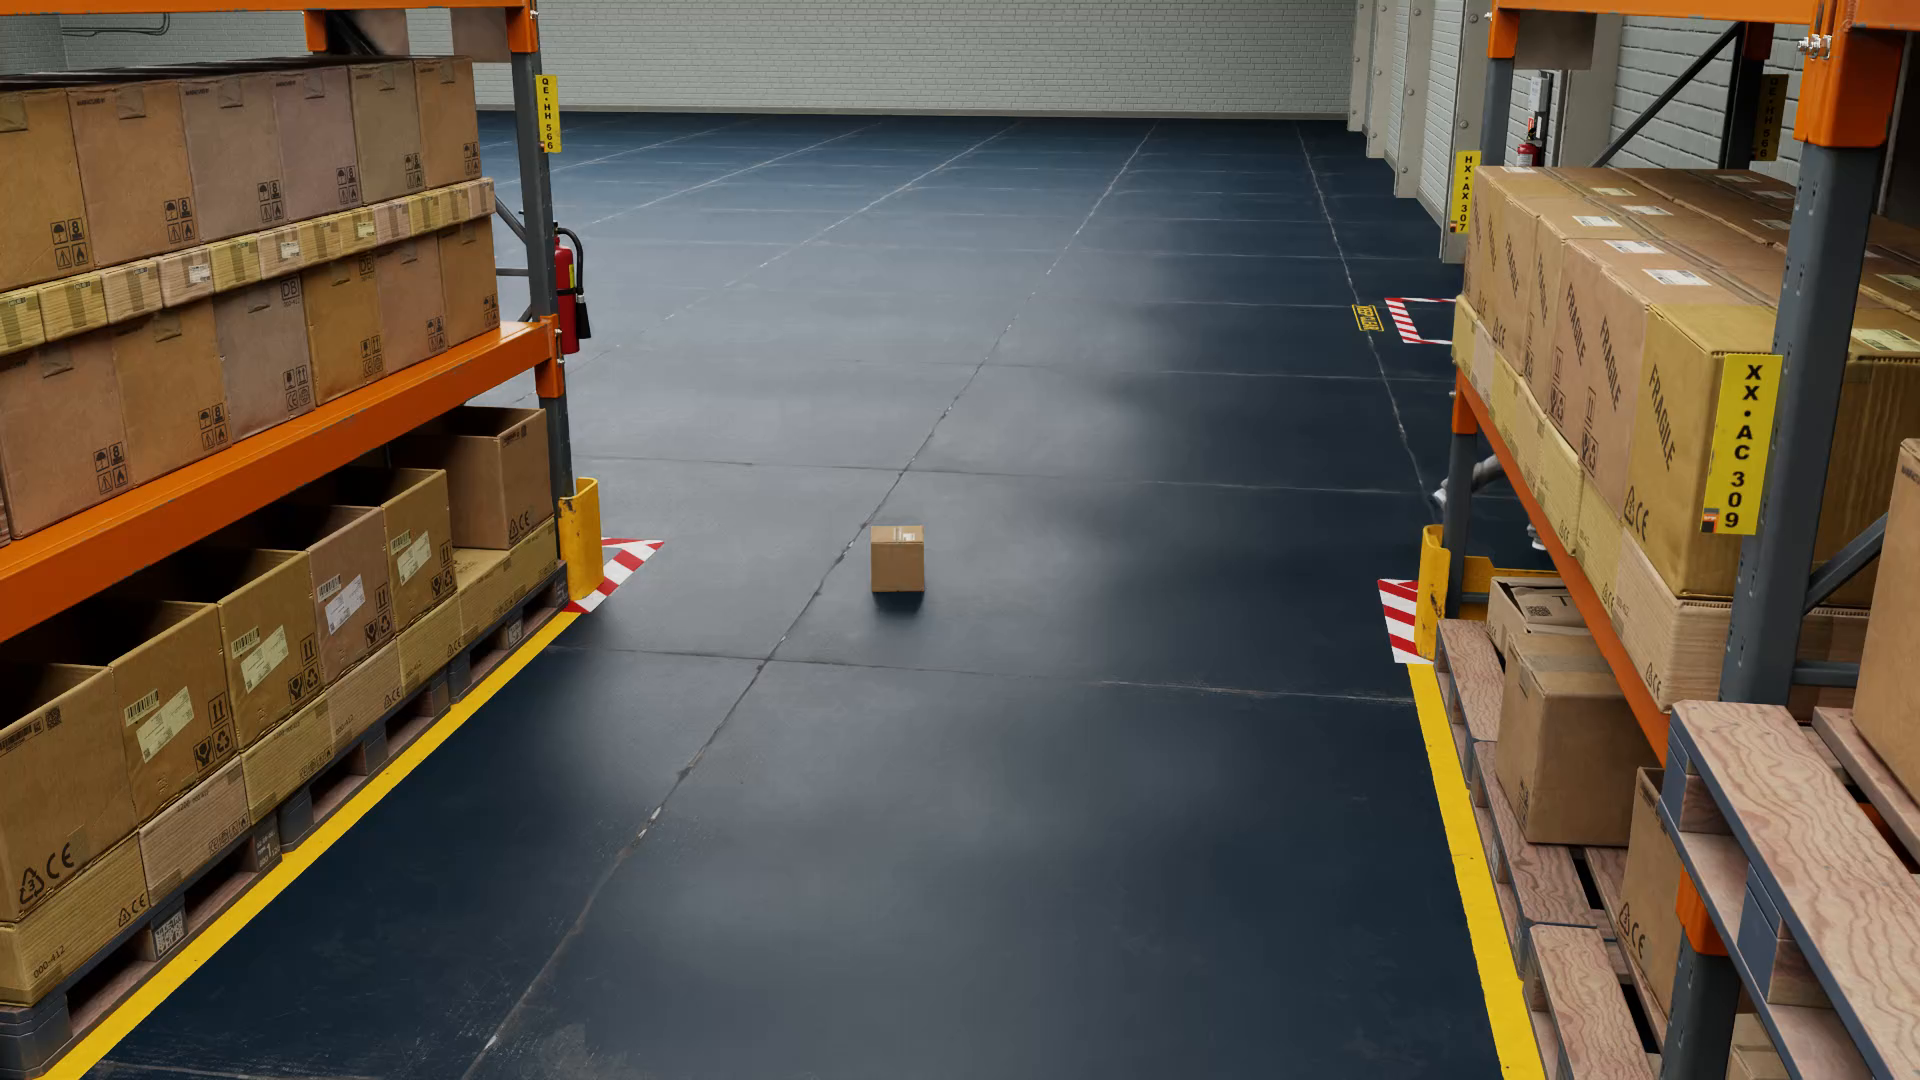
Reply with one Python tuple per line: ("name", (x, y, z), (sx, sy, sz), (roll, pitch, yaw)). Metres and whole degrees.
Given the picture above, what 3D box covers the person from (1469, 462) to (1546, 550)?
("person", (2.844, -0.703, 8.163), (0.635, 1.583, 0.445), (1, 18, 4))
